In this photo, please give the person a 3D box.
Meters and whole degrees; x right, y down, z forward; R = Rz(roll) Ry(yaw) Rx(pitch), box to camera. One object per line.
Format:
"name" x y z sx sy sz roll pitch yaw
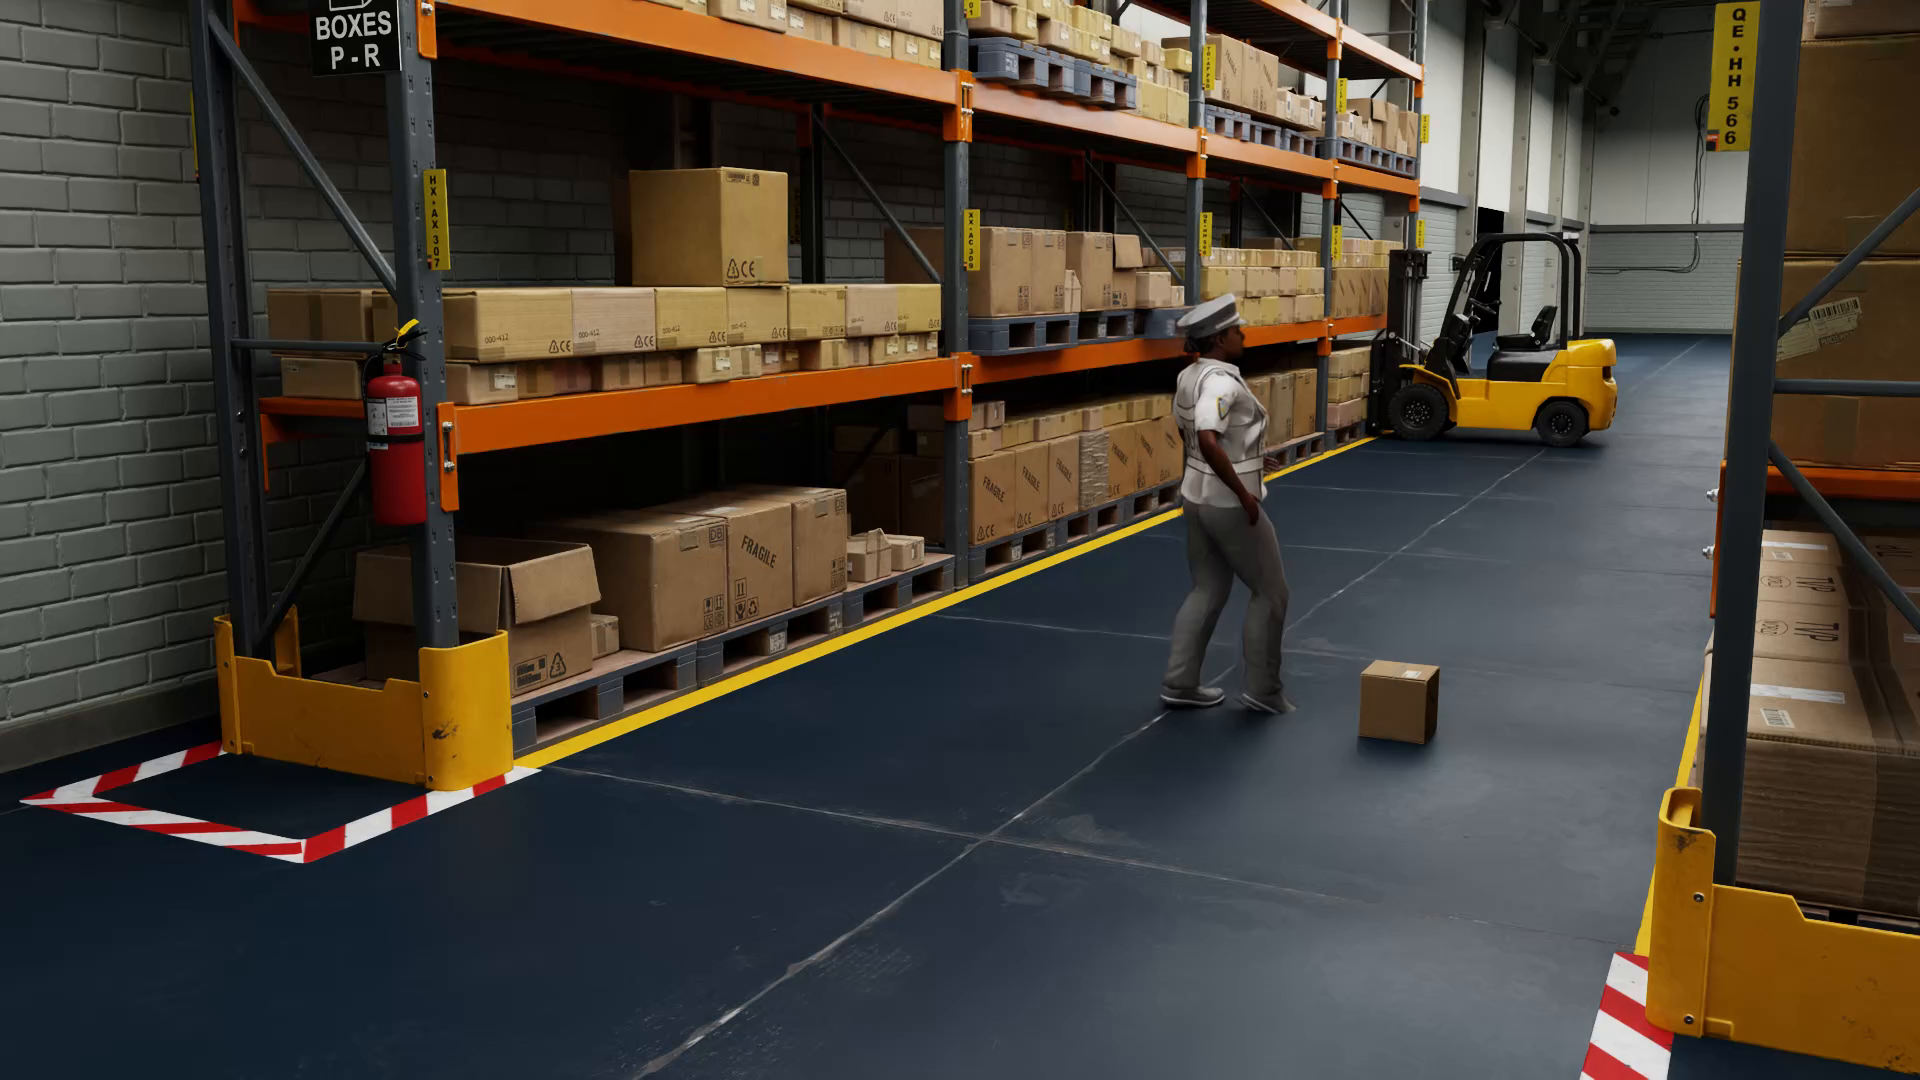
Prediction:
"person" 1.125 -0.107 6.646 0.577 1.740 0.635 -2 9 -12
